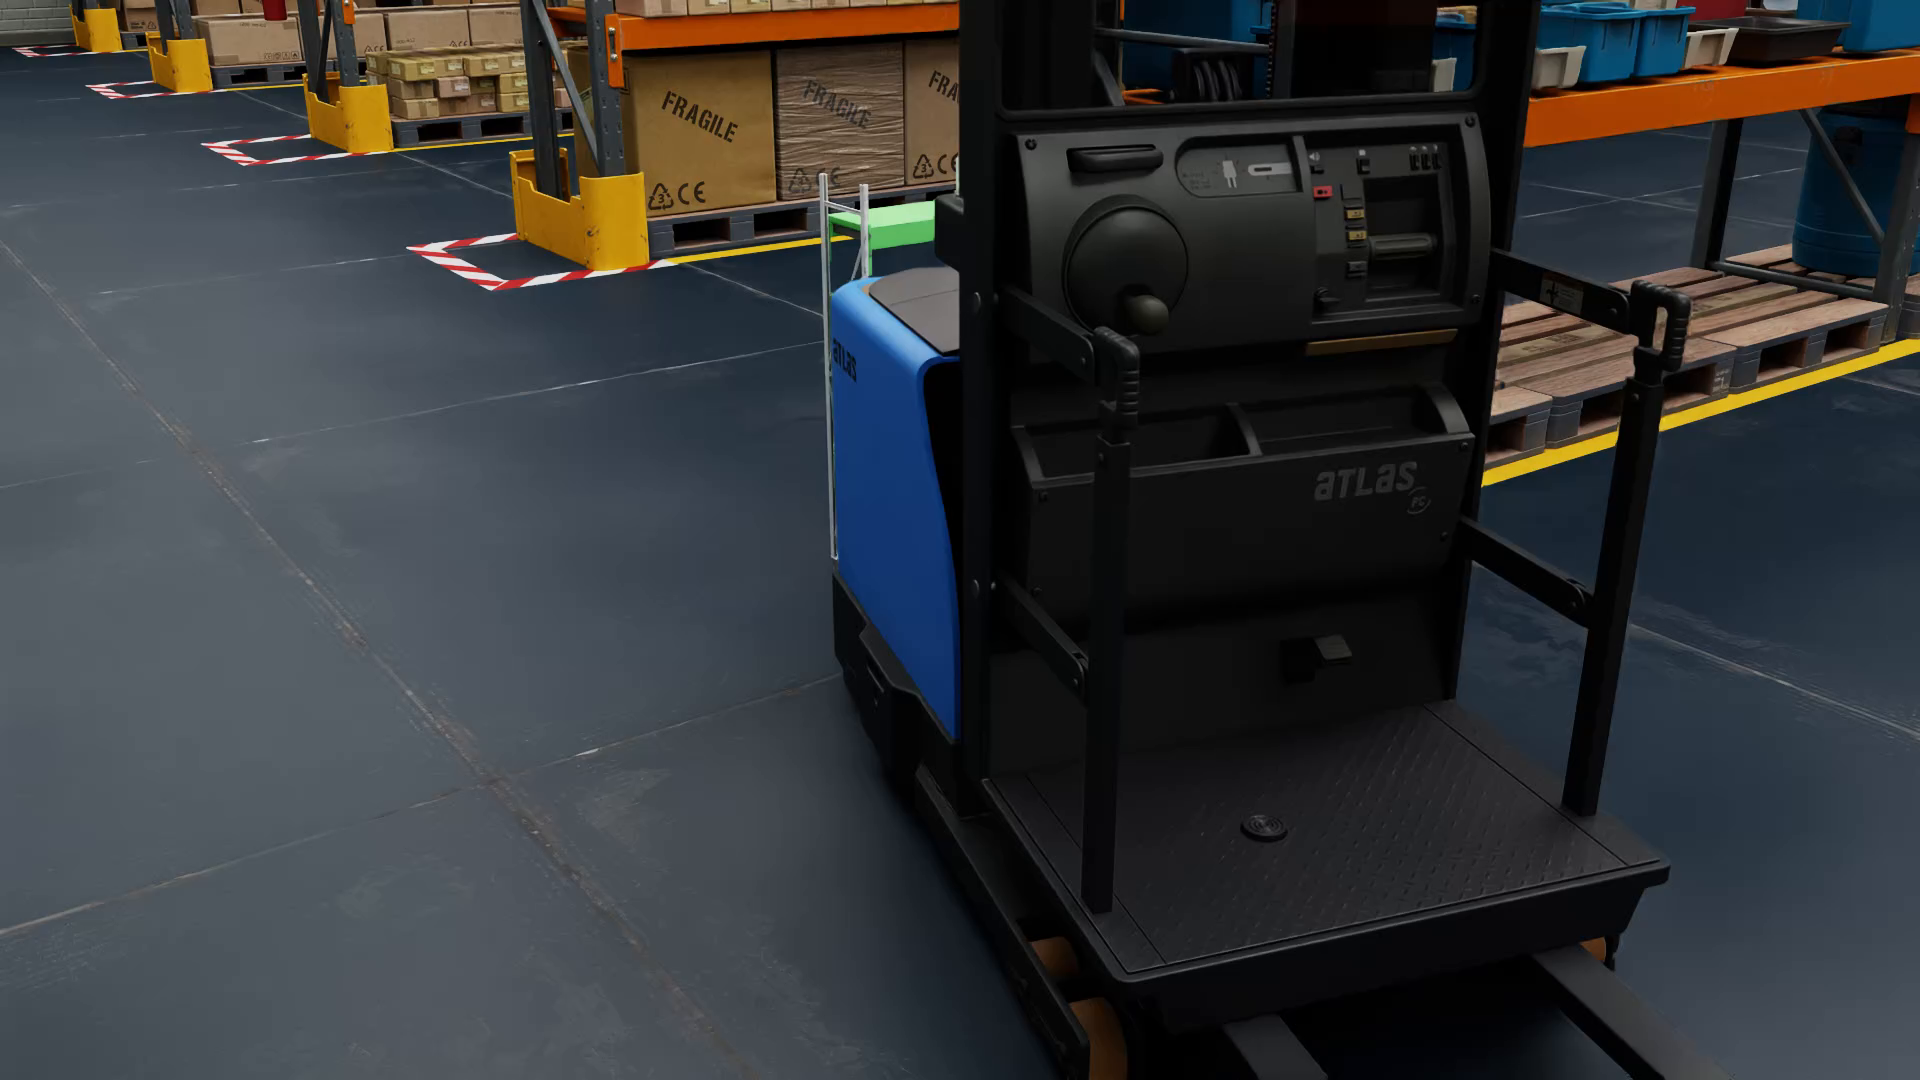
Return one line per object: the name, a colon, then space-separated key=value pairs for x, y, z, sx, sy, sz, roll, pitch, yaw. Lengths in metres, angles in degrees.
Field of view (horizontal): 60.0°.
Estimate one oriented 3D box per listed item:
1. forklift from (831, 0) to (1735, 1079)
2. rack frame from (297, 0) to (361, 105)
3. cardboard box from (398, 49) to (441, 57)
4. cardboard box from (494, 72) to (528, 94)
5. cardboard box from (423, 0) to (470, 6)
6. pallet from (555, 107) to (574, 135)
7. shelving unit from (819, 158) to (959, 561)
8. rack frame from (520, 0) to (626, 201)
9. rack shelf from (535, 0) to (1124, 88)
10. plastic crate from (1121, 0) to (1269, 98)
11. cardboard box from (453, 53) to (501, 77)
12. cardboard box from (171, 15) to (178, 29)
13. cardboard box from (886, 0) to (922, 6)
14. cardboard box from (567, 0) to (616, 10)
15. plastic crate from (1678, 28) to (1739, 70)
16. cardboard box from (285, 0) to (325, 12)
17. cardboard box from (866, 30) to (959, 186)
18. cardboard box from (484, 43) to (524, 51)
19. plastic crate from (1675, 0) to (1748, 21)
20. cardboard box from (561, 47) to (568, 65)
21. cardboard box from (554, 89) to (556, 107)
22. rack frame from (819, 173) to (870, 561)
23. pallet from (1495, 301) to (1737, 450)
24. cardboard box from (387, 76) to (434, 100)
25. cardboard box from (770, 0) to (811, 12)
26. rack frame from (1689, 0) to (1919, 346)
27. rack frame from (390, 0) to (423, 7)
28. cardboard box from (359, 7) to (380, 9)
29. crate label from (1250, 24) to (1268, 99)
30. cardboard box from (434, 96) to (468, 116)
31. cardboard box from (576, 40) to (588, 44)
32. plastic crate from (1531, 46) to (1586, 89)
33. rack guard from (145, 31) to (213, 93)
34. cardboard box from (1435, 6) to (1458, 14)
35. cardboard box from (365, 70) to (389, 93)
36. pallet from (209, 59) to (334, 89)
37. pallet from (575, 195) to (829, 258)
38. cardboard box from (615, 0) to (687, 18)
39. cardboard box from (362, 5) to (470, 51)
forklift: x=0.617 y=-0.552 z=2.824 sx=1.130 sy=2.935 sz=3.031 roll=-7 pitch=23 yaw=-17
rack frame: x=-4.976 y=-4.582 z=12.831 sx=0.127 sy=3.000 sz=1.000 roll=-15 pitch=26 yaw=-33
cardboard box: x=-4.457 y=-3.957 z=13.743 sx=0.250 sy=0.149 sz=0.380 roll=-14 pitch=26 yaw=-32
cardboard box: x=-3.727 y=-3.772 z=13.680 sx=0.250 sy=0.149 sz=0.380 roll=-14 pitch=26 yaw=-31
cardboard box: x=-7.080 y=-7.479 z=22.897 sx=0.500 sy=0.500 sz=0.500 roll=-14 pitch=25 yaw=-31
pallet: x=-3.245 y=-3.731 z=14.461 sx=1.213 sy=0.211 sz=1.003 roll=-15 pitch=26 yaw=-33
shelving unit: x=-0.134 y=-0.521 z=5.084 sx=0.503 sy=1.200 sz=0.258 roll=-15 pitch=26 yaw=-33
rack frame: x=-2.161 y=-3.068 z=9.037 sx=0.127 sy=3.000 sz=1.000 roll=-15 pitch=26 yaw=-33
rack shelf: x=-0.538 y=-3.167 z=10.255 sx=4.000 sy=0.370 sz=1.077 roll=-15 pitch=26 yaw=-33
plastic crate: x=0.894 y=-1.751 z=5.608 sx=0.499 sy=0.435 sz=0.616 roll=-15 pitch=26 yaw=-33
cardboard box: x=-3.919 y=-3.852 z=13.480 sx=0.250 sy=0.149 sz=0.380 roll=-15 pitch=26 yaw=-33
cardboard box: x=-9.931 y=-6.597 z=21.161 sx=0.250 sy=0.149 sz=0.380 roll=-16 pitch=27 yaw=-35
cardboard box: x=-0.432 y=-3.262 z=9.863 sx=0.250 sy=0.149 sz=0.380 roll=-16 pitch=27 yaw=-34
cardboard box: x=-2.064 y=-3.127 z=9.525 sx=0.250 sy=0.149 sz=0.380 roll=-14 pitch=26 yaw=-32
plastic crate: x=2.740 y=-1.882 z=6.339 sx=0.466 sy=0.136 sz=0.293 roll=-15 pitch=26 yaw=-33
cardboard box: x=-8.740 y=-7.078 z=21.892 sx=0.500 sy=0.500 sz=0.700 roll=-16 pitch=27 yaw=-35
cardboard box: x=-0.227 y=-2.828 z=10.737 sx=0.875 sy=0.875 sz=0.875 roll=-15 pitch=26 yaw=-33
cardboard box: x=-3.888 y=-4.163 z=14.260 sx=0.250 sy=0.149 sz=0.380 roll=-14 pitch=26 yaw=-31
plastic crate: x=3.107 y=-2.383 z=7.154 sx=0.583 sy=0.464 sz=0.402 roll=-15 pitch=26 yaw=-33
cardboard box: x=-3.295 y=-4.031 z=13.929 sx=0.250 sy=0.149 sz=0.380 roll=-14 pitch=26 yaw=-32
cardboard box: x=-3.578 y=-3.713 z=13.935 sx=0.250 sy=0.149 sz=0.380 roll=-15 pitch=26 yaw=-33
rack frame: x=-0.333 y=-0.469 z=4.952 sx=0.015 sy=1.200 sz=0.240 roll=-15 pitch=26 yaw=-33
pallet: x=2.413 y=-0.712 z=6.896 sx=1.213 sy=0.211 sz=1.003 roll=-15 pitch=26 yaw=-33
cardboard box: x=-4.401 y=-3.627 z=13.318 sx=0.250 sy=0.149 sz=0.380 roll=-14 pitch=26 yaw=-31
cardboard box: x=-1.054 y=-3.097 z=9.449 sx=0.250 sy=0.149 sz=0.380 roll=-15 pitch=26 yaw=-34
rack frame: x=3.978 y=-2.444 z=7.473 sx=0.127 sy=3.000 sz=1.000 roll=-15 pitch=26 yaw=-33
rack frame: x=-7.604 y=-8.408 z=22.419 sx=0.127 sy=3.000 sz=1.000 roll=-15 pitch=26 yaw=-33
cardboard box: x=-7.884 y=-7.070 z=22.346 sx=0.250 sy=0.149 sz=0.380 roll=-16 pitch=27 yaw=-34
crate label: x=1.124 y=-1.482 z=5.209 sx=0.303 sy=0.233 sz=0.416 roll=-15 pitch=26 yaw=-33
cardboard box: x=-4.199 y=-3.551 z=13.529 sx=0.250 sy=0.149 sz=0.380 roll=-15 pitch=26 yaw=-33
cardboard box: x=-3.190 y=-4.294 z=14.587 sx=0.250 sy=0.149 sz=0.380 roll=-16 pitch=27 yaw=-35
plastic crate: x=1.984 y=-1.629 z=5.706 sx=0.298 sy=0.136 sz=0.250 roll=-15 pitch=26 yaw=-33
rack guard: x=-7.968 y=-4.883 z=16.959 sx=0.348 sy=0.500 sz=1.175 roll=-15 pitch=26 yaw=-33
cardboard box: x=3.032 y=-3.674 z=12.856 sx=0.875 sy=0.875 sz=1.225 roll=-15 pitch=26 yaw=-33
cardboard box: x=-4.714 y=-3.791 z=13.728 sx=0.250 sy=0.149 sz=0.380 roll=-16 pitch=27 yaw=-34
pallet: x=-7.345 y=-4.951 z=17.518 sx=1.213 sy=0.211 sz=1.003 roll=-15 pitch=26 yaw=-33
pallet: x=-1.558 y=-1.969 z=10.047 sx=1.213 sy=0.211 sz=1.003 roll=-15 pitch=26 yaw=-33
cardboard box: x=-1.680 y=-2.929 z=9.027 sx=0.250 sy=0.149 sz=0.380 roll=-15 pitch=26 yaw=-32
cardboard box: x=-6.000 y=-5.622 z=18.330 sx=0.875 sy=0.438 sz=0.875 roll=-16 pitch=27 yaw=-34
